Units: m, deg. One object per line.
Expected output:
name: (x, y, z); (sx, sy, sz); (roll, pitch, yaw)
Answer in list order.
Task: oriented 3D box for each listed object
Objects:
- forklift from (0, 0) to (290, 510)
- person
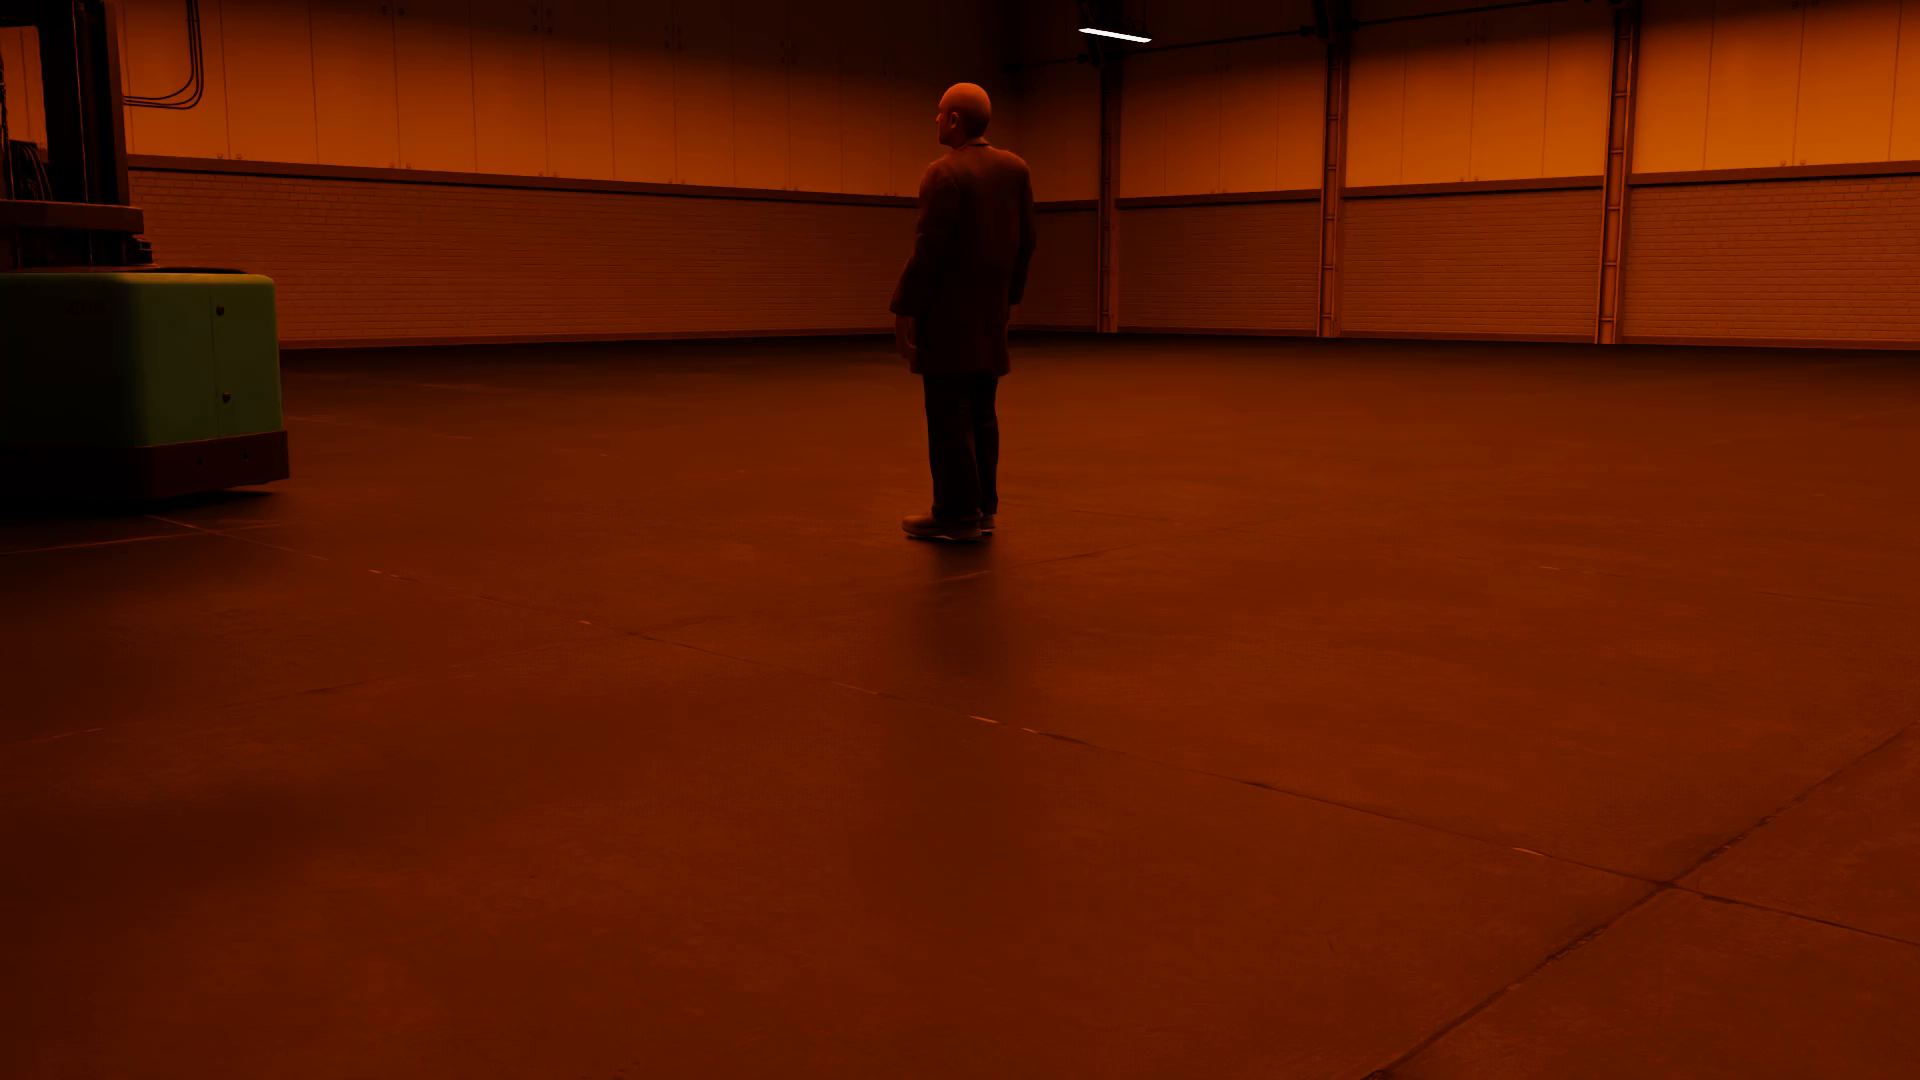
forklift: (-4.913, -1.686, 8.069); (3.031, 2.935, 1.130); (3, 9, 17)
person: (-0.062, -0.896, 6.650); (0.582, 1.775, 0.696); (8, 12, 43)
